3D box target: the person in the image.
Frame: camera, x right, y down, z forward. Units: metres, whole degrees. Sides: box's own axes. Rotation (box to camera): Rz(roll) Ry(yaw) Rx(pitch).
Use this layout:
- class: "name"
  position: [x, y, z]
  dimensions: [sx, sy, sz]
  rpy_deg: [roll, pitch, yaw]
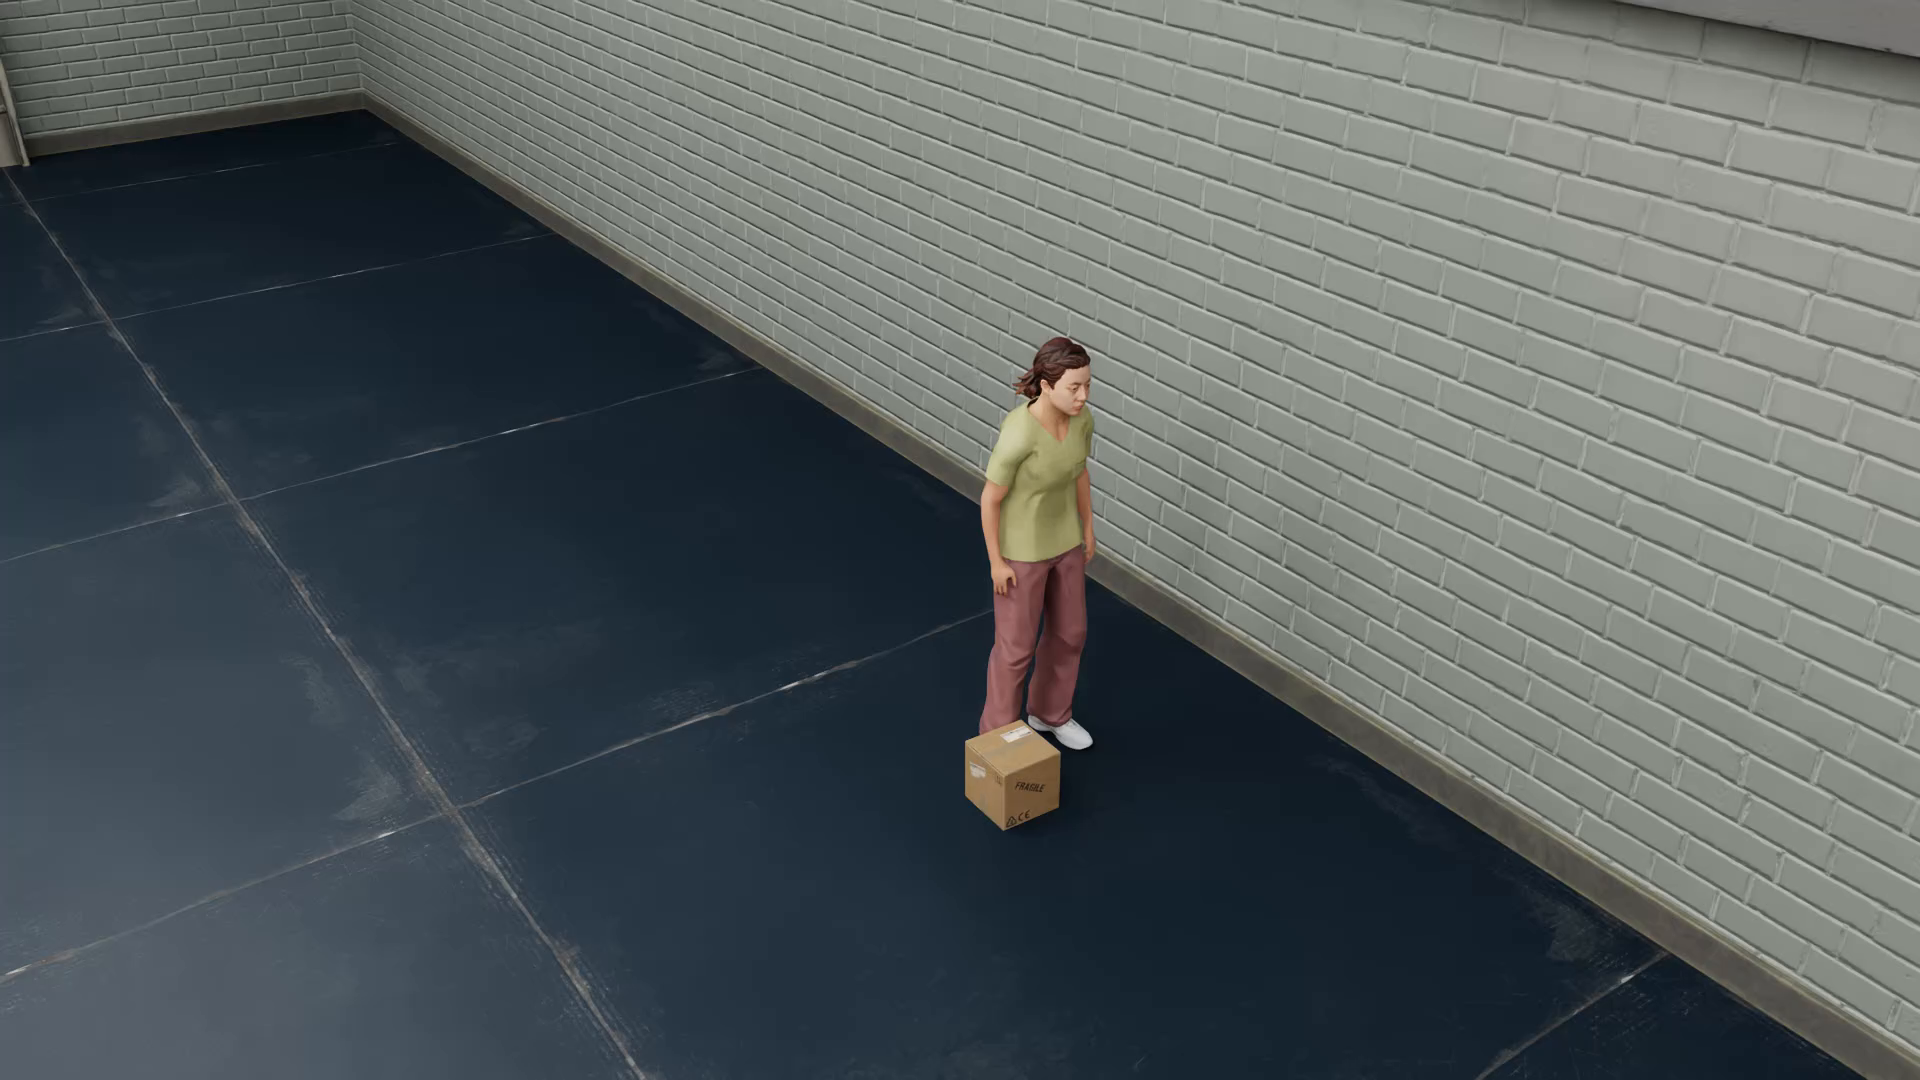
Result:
- class: "person"
  position: [0.301, 0.047, 6.040]
  dimensions: [0.522, 1.672, 0.356]
  rpy_deg: [-21, 35, -33]
